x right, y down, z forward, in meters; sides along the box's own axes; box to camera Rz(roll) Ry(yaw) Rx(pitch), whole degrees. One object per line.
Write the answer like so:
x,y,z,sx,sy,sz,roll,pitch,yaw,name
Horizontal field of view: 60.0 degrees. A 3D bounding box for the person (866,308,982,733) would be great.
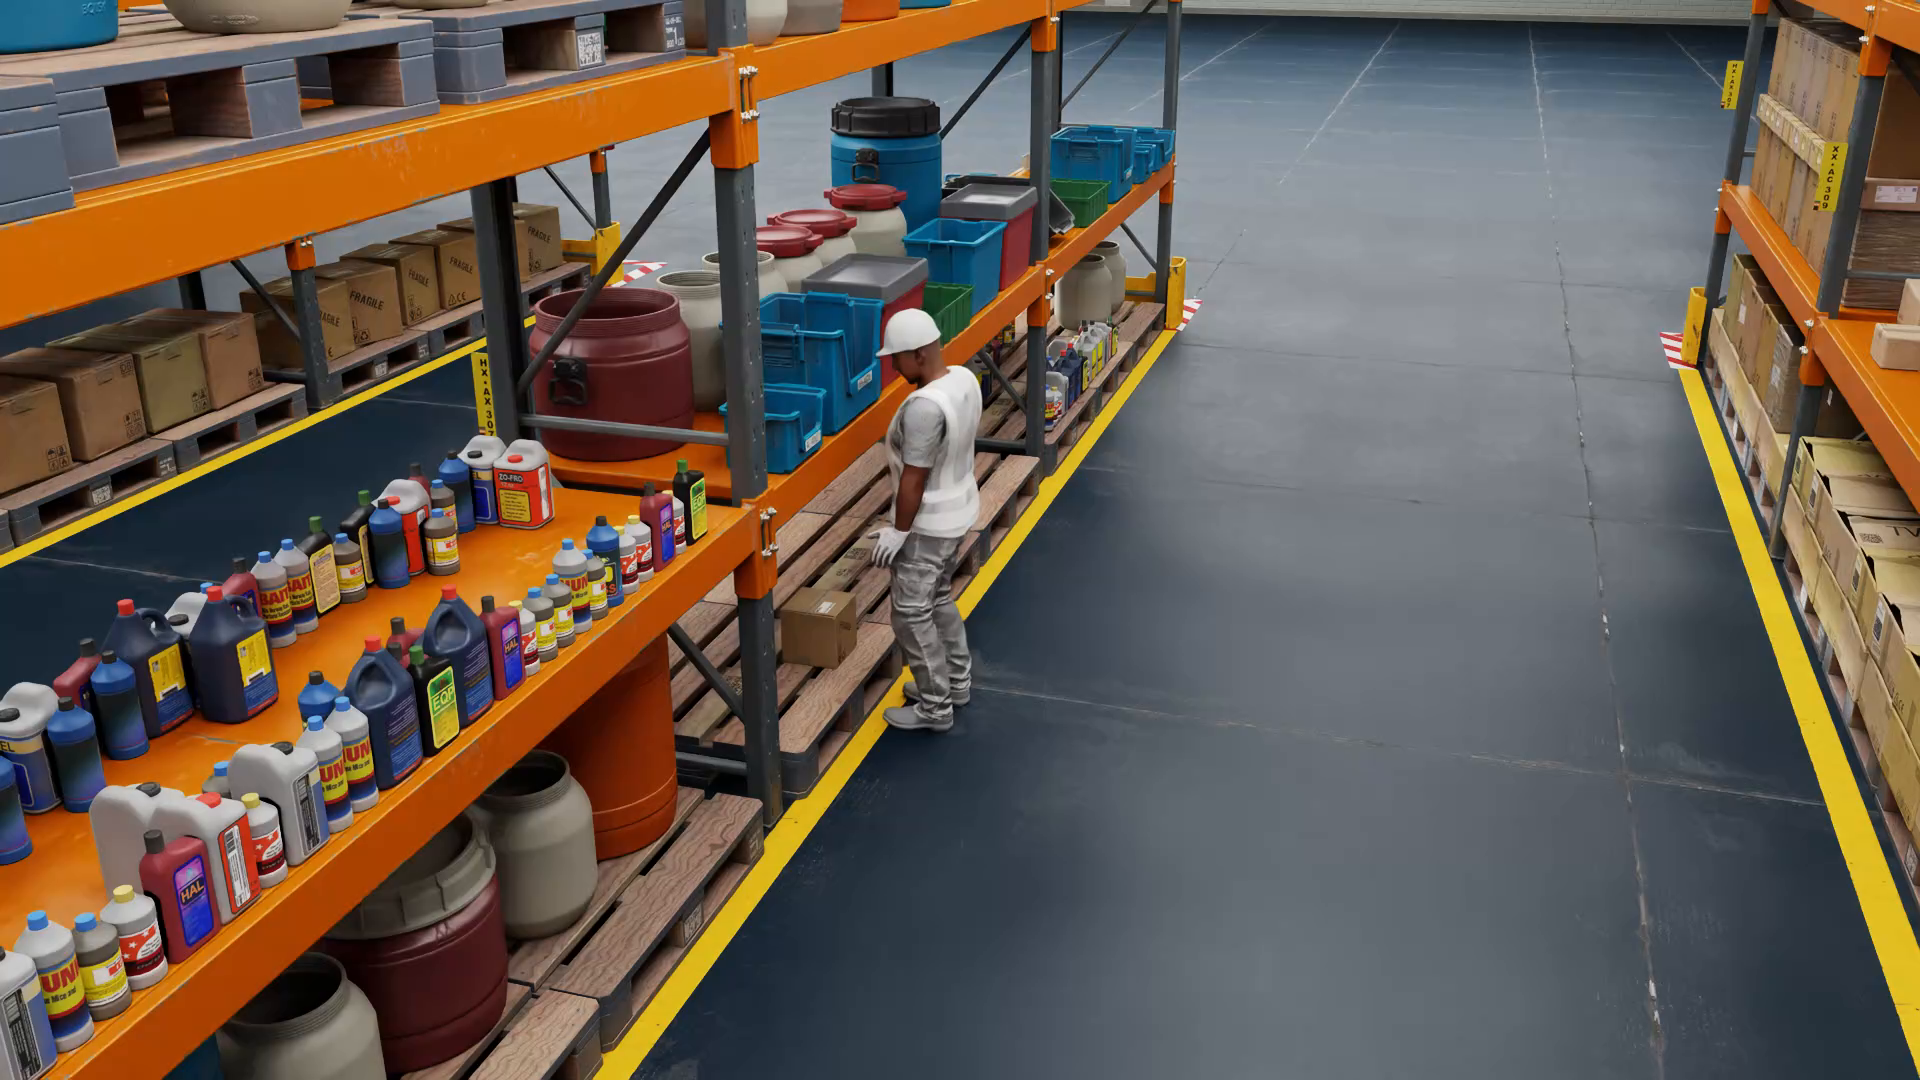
-0.137,-0.072,6.769,0.389,1.763,0.557,7,23,16,person
